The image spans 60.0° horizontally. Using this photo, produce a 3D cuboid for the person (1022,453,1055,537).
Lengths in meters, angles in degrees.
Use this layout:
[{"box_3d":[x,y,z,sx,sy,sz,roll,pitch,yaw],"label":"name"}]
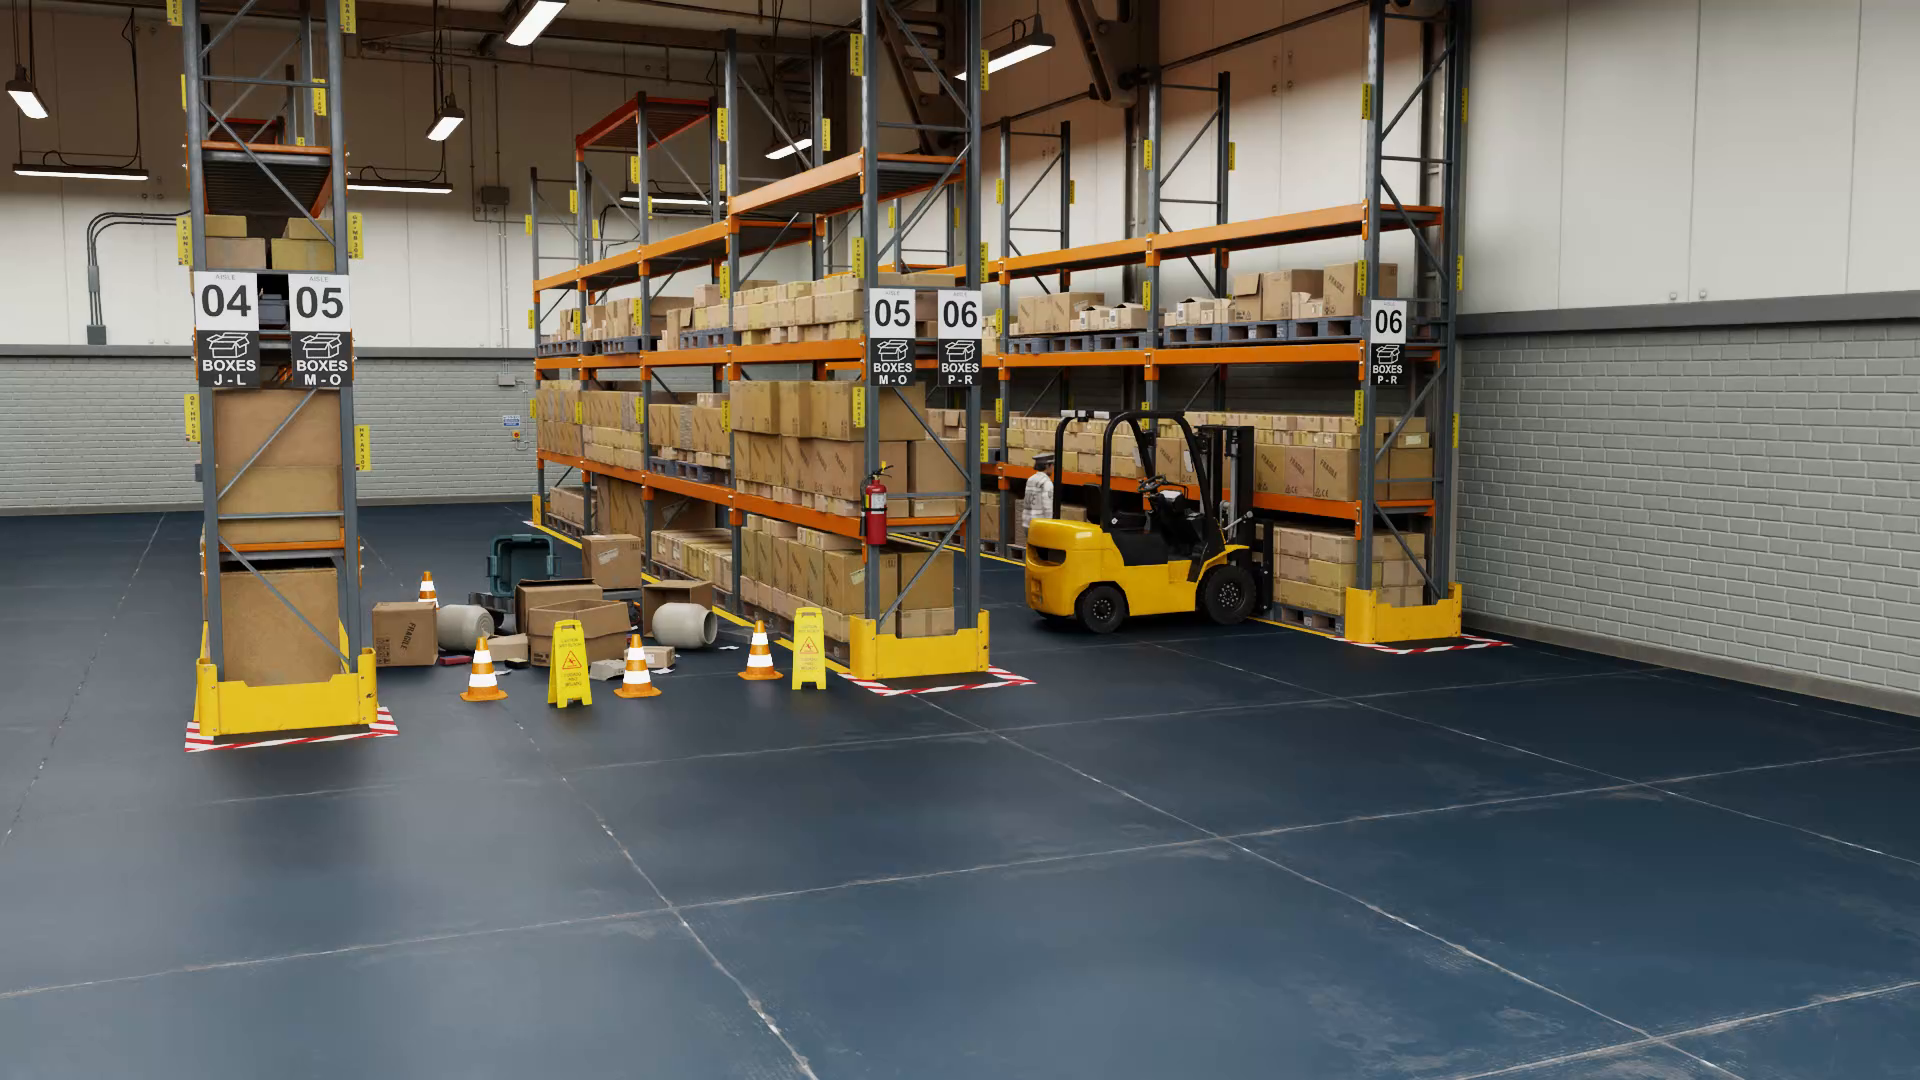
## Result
[{"box_3d":[0.885,-0.118,18.224,0.373,1.661,0.536,-3,6,-27],"label":"person"}]
